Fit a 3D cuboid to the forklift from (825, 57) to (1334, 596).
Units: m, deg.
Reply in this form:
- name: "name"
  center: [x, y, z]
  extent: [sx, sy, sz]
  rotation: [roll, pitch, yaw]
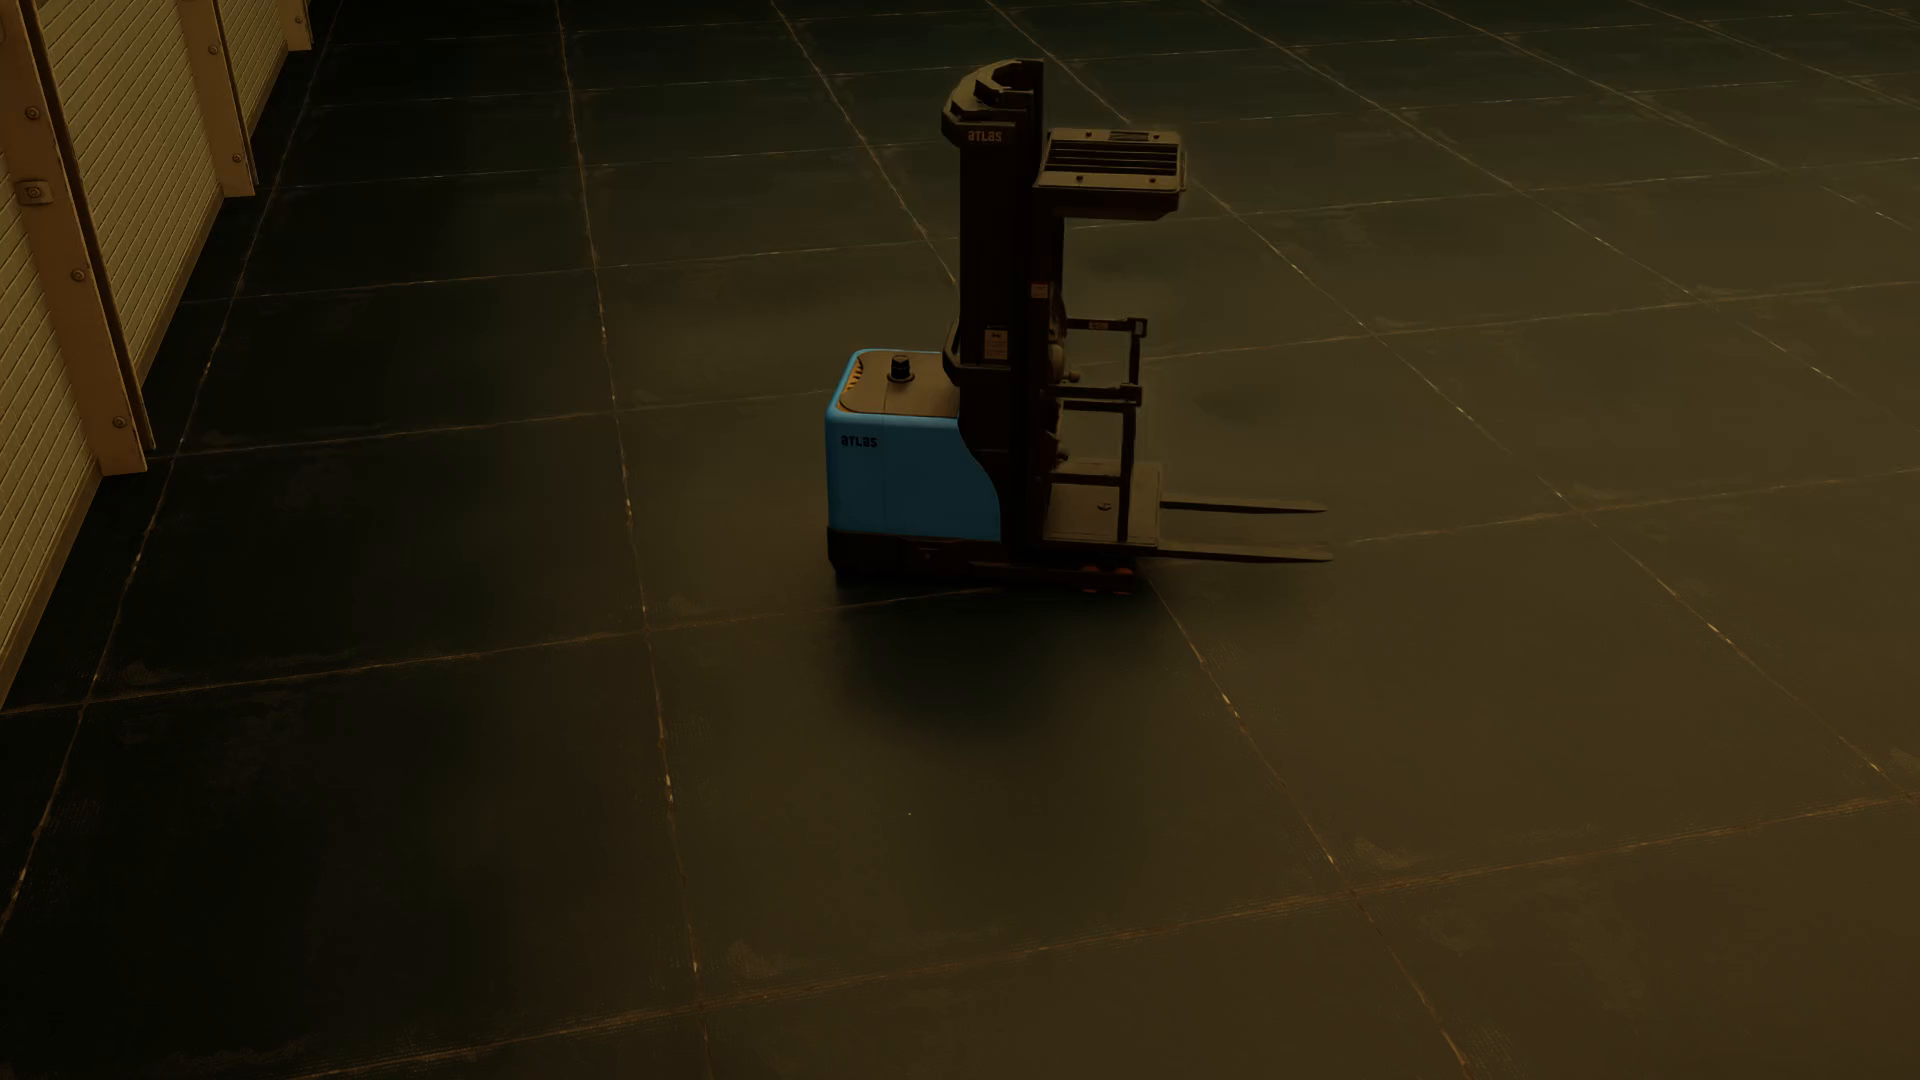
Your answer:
- name: "forklift"
  center: [0.754, -1.219, 9.680]
  extent: [3.031, 2.935, 1.130]
  rotation: [4, 30, 6]
